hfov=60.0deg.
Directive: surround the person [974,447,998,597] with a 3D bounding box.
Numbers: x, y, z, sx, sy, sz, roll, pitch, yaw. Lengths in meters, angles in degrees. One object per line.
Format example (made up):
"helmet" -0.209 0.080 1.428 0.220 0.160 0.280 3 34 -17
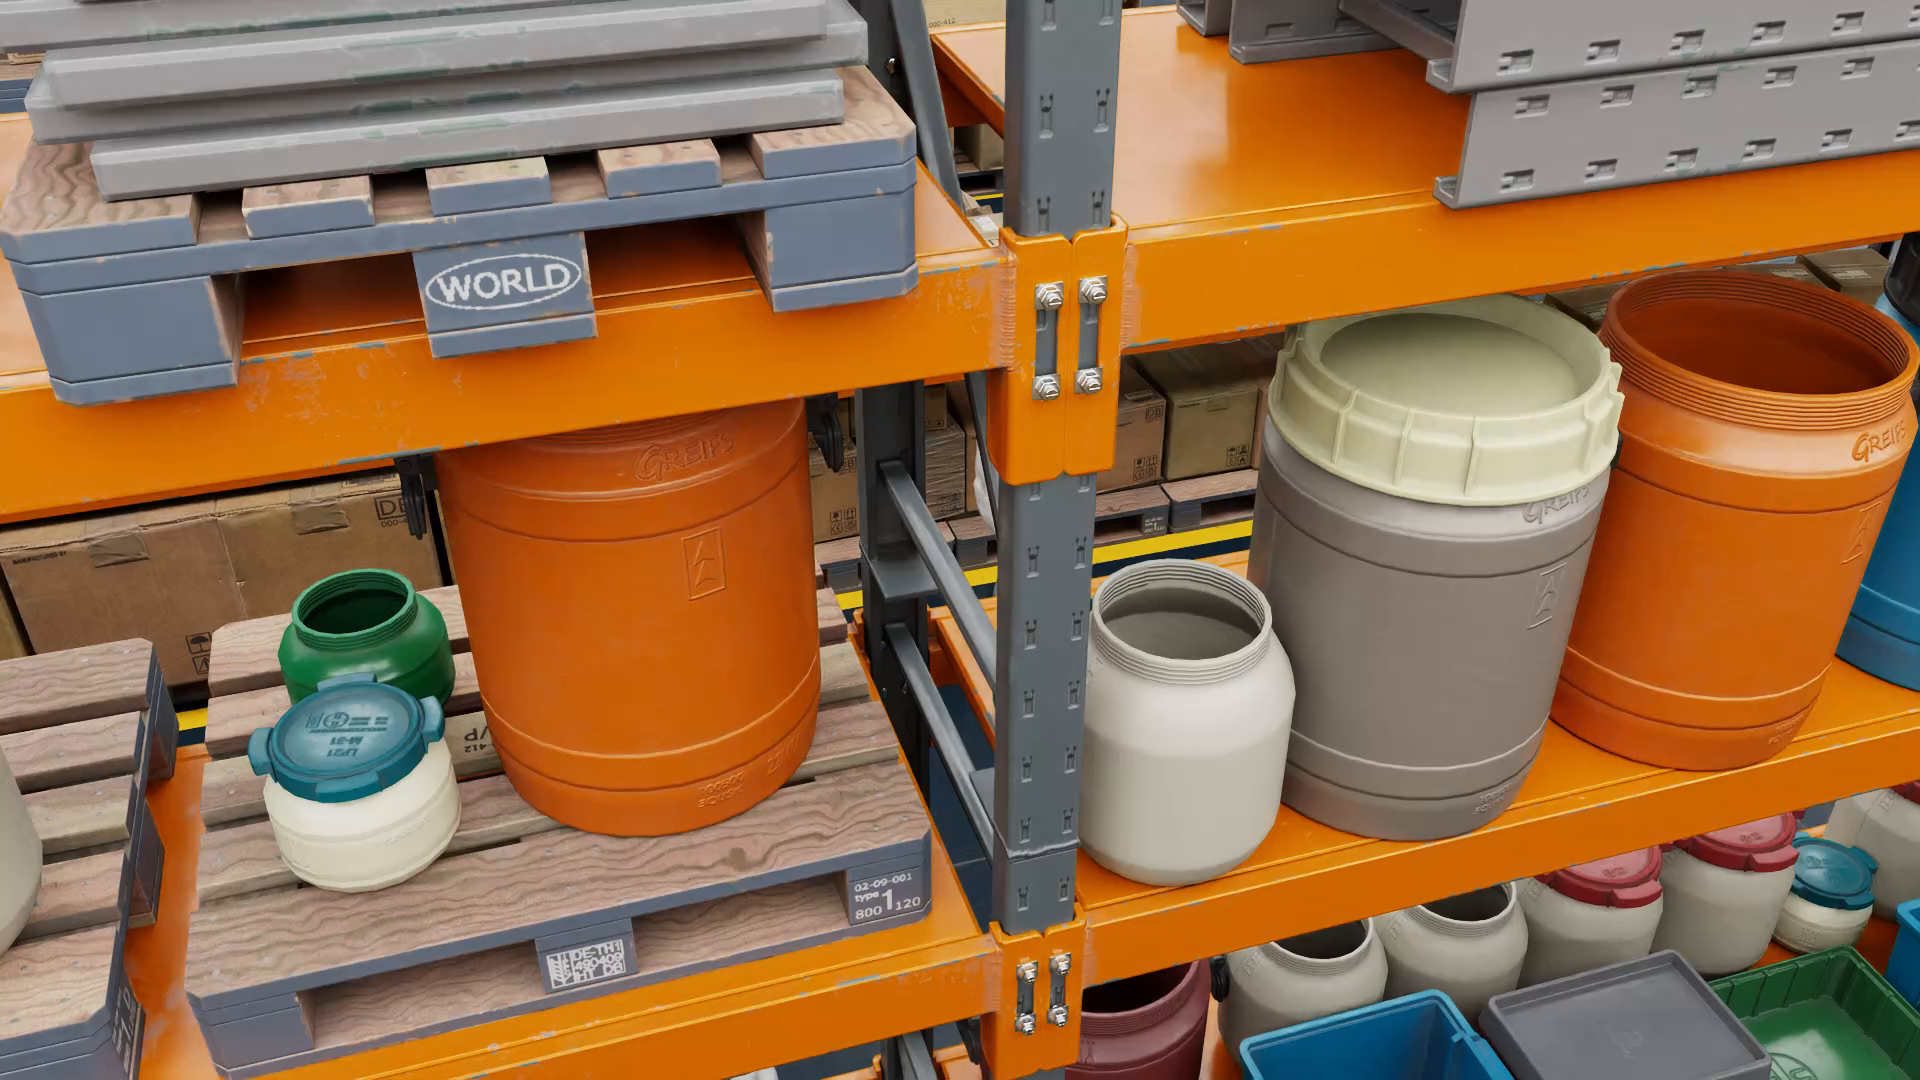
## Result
"person" 0.311 -0.135 7.629 0.457 1.758 0.626 -10 35 -14
